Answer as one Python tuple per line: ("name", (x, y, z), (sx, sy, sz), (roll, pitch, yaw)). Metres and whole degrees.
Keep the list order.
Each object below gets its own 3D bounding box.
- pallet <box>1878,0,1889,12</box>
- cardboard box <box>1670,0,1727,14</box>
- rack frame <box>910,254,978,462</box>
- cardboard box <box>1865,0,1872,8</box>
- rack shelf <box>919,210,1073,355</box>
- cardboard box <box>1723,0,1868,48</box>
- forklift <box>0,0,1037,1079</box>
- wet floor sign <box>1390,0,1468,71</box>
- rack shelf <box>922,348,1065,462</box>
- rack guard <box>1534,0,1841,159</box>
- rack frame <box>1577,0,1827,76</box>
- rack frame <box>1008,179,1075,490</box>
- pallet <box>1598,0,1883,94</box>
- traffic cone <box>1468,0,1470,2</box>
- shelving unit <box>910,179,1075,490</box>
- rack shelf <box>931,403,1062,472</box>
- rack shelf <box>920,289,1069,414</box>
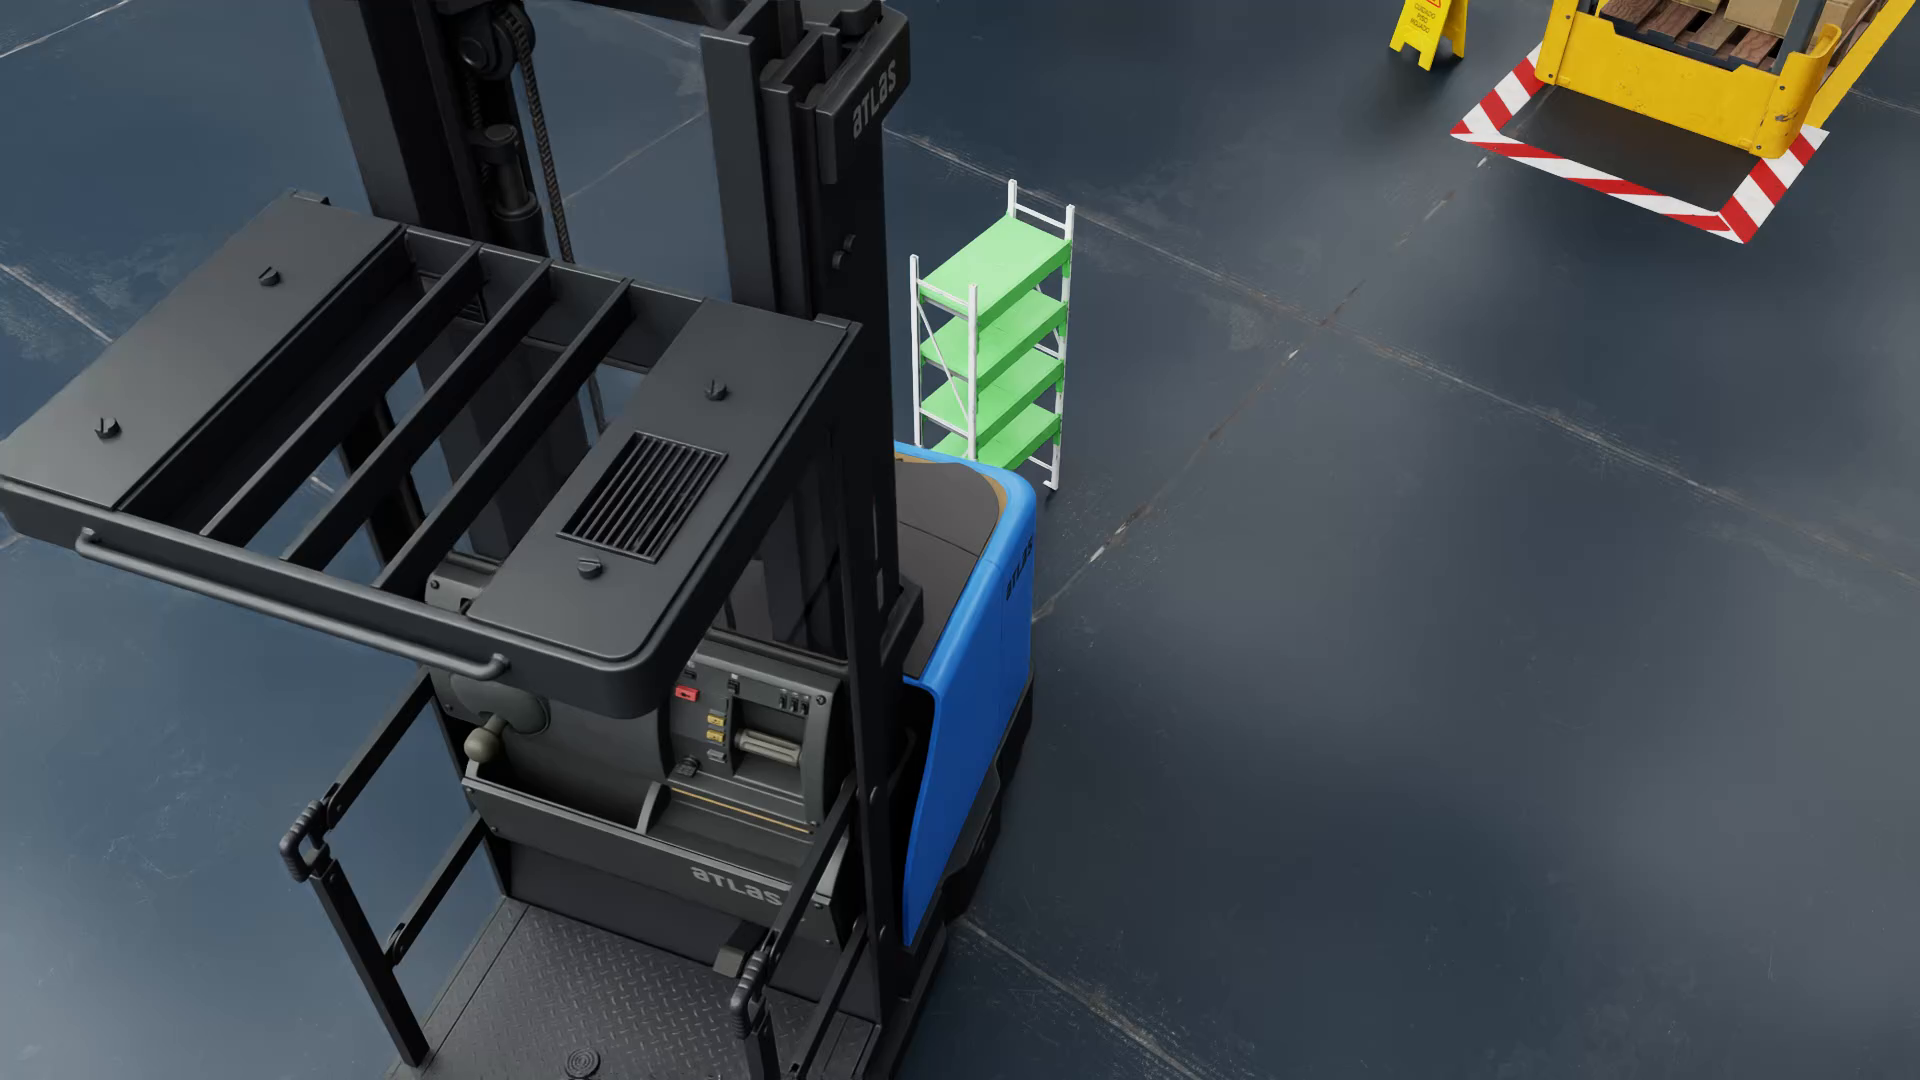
("pallet", (4.521, -3.241, 8.700), (1.003, 0.211, 1.213), (29, 53, 25))
("cardboard box", (3.500, -2.807, 7.968), (0.500, 0.250, 0.500), (29, 53, 25))
("rack frame", (-0.048, -0.370, 5.273), (0.240, 1.200, 0.015), (29, 53, 25))
("cardboard box", (4.234, -2.840, 7.999), (0.500, 0.250, 0.500), (31, 54, 26))
("rack shelf", (0.101, -0.797, 5.106), (0.258, 0.148, 0.480), (29, 53, 25))
("cardboard box", (3.916, -2.551, 7.723), (0.500, 0.250, 0.500), (29, 53, 25))
("forklift", (-0.767, 0.438, 3.305), (1.130, 2.935, 3.031), (15, 48, 14))
("wet floor sign", (2.241, -2.567, 7.756), (0.232, 0.644, 0.267), (-25, 51, -22))
("rack shelf", (0.101, -0.465, 5.453), (0.258, 0.148, 0.480), (29, 53, 25))
("rack guard", (3.250, -2.196, 7.502), (1.175, 0.500, 0.348), (29, 53, 25))
("rack frame", (3.204, -3.016, 6.557), (1.000, 3.000, 0.127), (29, 53, 25))
("rack frame", (0.250, -0.649, 5.540), (0.240, 1.200, 0.015), (29, 53, 25))
("pallet", (3.775, -2.546, 8.036), (1.003, 0.211, 1.213), (29, 53, 25))
("traffic cone", (2.446, -2.956, 8.254), (0.336, 0.463, 0.334), (29, 53, 25))
("shelving unit", (0.101, -0.509, 5.407), (0.258, 1.200, 0.503), (29, 53, 25))
("rack shelf", (0.101, -0.299, 5.626), (0.258, 0.148, 0.480), (29, 53, 25))
("rack shelf", (0.101, -0.631, 5.279), (0.258, 0.148, 0.480), (29, 53, 25))
